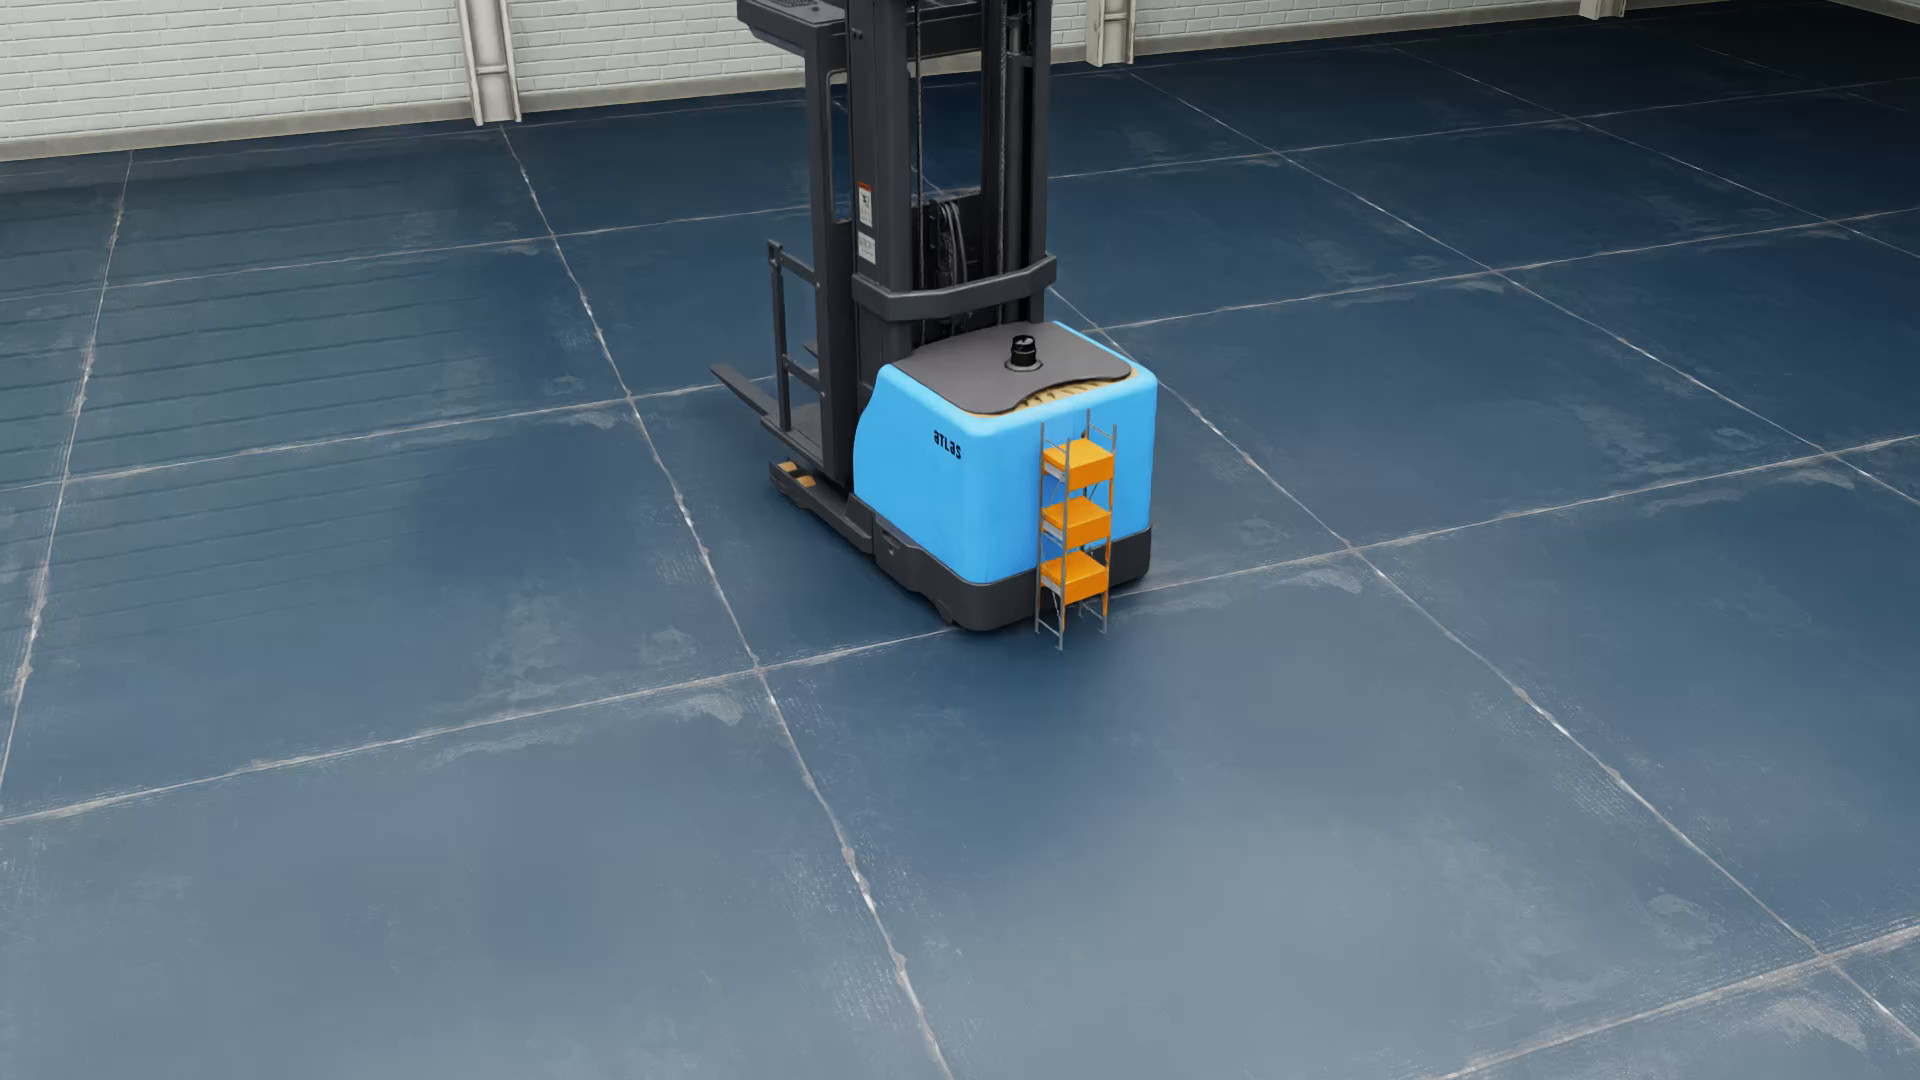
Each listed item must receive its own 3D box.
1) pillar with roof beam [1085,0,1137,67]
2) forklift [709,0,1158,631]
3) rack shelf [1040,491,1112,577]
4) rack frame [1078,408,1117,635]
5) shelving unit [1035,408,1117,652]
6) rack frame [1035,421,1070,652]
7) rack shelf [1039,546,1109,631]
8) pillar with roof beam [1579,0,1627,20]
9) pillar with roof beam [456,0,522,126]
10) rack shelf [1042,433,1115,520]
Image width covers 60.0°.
[{"bbox_3d":[2.994,-6.707,10.933,0.400,9.000,9.100,-10,31,-18],"label":"pillar with roof beam"},{"bbox_3d":[-0.333,-1.553,8.016,1.130,2.935,3.031,-18,34,-29],"label":"forklift"},{"bbox_3d":[0.499,-0.027,7.258,0.240,0.259,0.215,-18,34,-29],"label":"rack shelf"},{"bbox_3d":[0.601,-0.069,7.311,0.008,1.050,0.200,-18,34,-29],"label":"rack frame"},{"bbox_3d":[0.499,-0.036,7.253,0.252,1.050,0.215,-18,34,-29],"label":"shelving unit"},{"bbox_3d":[0.397,-0.003,7.194,0.008,1.050,0.200,-18,34,-29],"label":"rack frame"},{"bbox_3d":[0.499,0.215,7.396,0.240,0.259,0.215,-18,34,-29],"label":"rack shelf"},{"bbox_3d":[8.618,-7.743,12.750,0.400,9.000,9.100,-10,31,-18],"label":"pillar with roof beam"},{"bbox_3d":[-2.629,-5.672,9.115,0.400,9.000,9.100,-10,31,-18],"label":"pillar with roof beam"},{"bbox_3d":[0.499,-0.273,7.117,0.240,0.259,0.215,-18,34,-29],"label":"rack shelf"}]
